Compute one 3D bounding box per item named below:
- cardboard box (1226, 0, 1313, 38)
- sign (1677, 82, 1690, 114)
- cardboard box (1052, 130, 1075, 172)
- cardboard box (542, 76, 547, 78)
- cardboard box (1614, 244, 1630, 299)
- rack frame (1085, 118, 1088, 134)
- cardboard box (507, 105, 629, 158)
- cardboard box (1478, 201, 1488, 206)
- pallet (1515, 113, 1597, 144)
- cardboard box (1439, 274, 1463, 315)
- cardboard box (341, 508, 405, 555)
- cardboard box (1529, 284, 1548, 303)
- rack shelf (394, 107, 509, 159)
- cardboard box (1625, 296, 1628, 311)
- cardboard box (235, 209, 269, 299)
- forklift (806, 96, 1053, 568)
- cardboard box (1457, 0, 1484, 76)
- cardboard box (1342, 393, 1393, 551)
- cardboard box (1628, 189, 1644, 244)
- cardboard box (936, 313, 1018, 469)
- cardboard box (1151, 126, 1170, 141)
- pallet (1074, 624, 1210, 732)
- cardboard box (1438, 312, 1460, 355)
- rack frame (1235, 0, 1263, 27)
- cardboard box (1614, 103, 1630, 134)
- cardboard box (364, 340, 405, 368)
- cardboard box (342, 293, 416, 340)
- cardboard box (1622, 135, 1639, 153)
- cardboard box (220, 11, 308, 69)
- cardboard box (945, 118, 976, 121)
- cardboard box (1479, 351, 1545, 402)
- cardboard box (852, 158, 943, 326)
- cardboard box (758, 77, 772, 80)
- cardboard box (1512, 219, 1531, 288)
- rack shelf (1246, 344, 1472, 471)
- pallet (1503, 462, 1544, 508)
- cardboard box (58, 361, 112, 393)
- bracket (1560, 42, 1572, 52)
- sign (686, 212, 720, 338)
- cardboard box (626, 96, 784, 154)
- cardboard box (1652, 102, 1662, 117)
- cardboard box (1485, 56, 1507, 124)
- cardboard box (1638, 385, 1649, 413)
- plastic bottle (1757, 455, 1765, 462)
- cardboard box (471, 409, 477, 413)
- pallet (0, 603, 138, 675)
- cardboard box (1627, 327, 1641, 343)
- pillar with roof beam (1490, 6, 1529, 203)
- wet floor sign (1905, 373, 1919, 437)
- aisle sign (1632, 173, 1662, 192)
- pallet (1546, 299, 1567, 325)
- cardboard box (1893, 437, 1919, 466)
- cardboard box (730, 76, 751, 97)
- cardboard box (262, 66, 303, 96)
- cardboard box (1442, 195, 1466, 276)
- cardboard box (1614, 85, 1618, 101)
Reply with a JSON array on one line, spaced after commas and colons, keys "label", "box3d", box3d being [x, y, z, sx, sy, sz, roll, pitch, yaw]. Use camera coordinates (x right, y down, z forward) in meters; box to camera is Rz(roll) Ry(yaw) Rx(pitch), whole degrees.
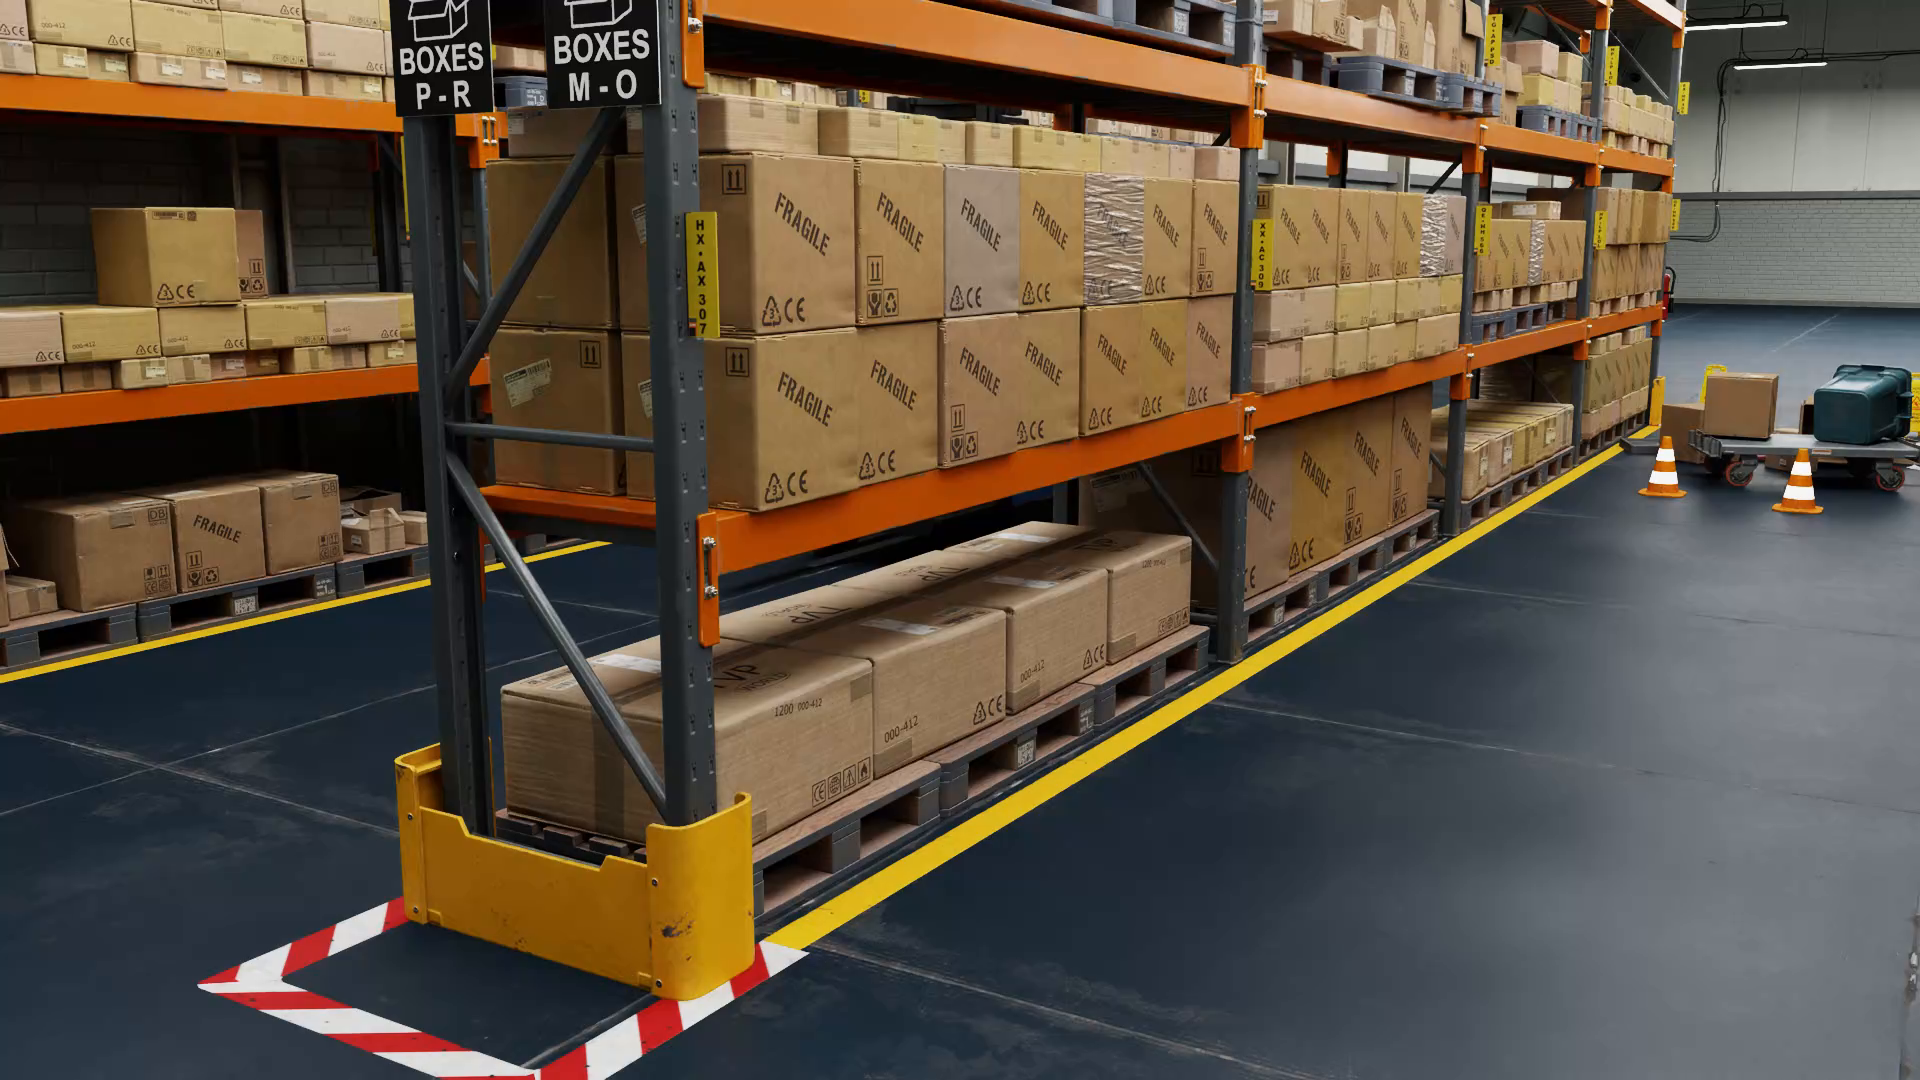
[{"label": "cardboard box", "box3d": [1.489, -2.575, 8.042, 0.396, 0.266, 0.258, 6, 12, 30]}, {"label": "sign", "box3d": [7.624, -4.655, 17.526, 0.100, 0.325, 0.005, 6, 12, 31]}, {"label": "cardboard box", "box3d": [0.209, -1.460, 6.264, 0.380, 0.149, 0.250, 6, 12, 31]}, {"label": "cardboard box", "box3d": [-2.608, -3.090, 10.842, 0.380, 0.149, 0.250, 7, 12, 31]}, {"label": "cardboard box", "box3d": [6.062, -2.570, 15.862, 0.500, 0.500, 0.500, 6, 12, 30]}, {"label": "rack frame", "box3d": [0.839, -5.595, 16.801, 1.000, 3.000, 0.127, 6, 12, 31]}, {"label": "cardboard box", "box3d": [-1.132, -1.220, 4.985, 0.380, 0.149, 0.250, 7, 12, 31]}, {"label": "cardboard box", "box3d": [4.061, -2.672, 13.508, 0.380, 0.149, 0.250, 7, 13, 34]}, {"label": "pallet", "box3d": [4.672, -3.468, 14.100, 1.213, 0.211, 1.003, 6, 12, 31]}, {"label": "cardboard box", "box3d": [2.972, -1.615, 10.894, 0.500, 0.250, 0.500, 6, 12, 30]}, {"label": "cardboard box", "box3d": [-3.538, -0.079, 9.927, 0.396, 0.266, 0.258, 7, 13, 33]}, {"label": "cardboard box", "box3d": [4.510, -1.989, 13.384, 0.380, 0.149, 0.250, 6, 12, 31]}, {"label": "rack shelf", "box3d": [-2.276, -2.823, 12.102, 1.077, 0.370, 4.000, 6, 12, 31]}, {"label": "cardboard box", "box3d": [6.300, -2.311, 16.243, 0.380, 0.149, 0.250, 6, 12, 30]}, {"label": "cardboard box", "box3d": [-4.315, -1.620, 9.434, 0.500, 0.500, 0.500, 6, 12, 29]}, {"label": "forklift", "box3d": [-0.325, -1.341, 10.568, 1.130, 2.935, 3.031, 6, 12, 30]}, {"label": "cardboard box", "box3d": [2.940, -3.201, 10.745, 0.797, 0.503, 0.637, 6, 12, 27]}, {"label": "cardboard box", "box3d": [2.110, -0.465, 10.334, 0.875, 0.875, 0.875, 7, 12, 31]}, {"label": "cardboard box", "box3d": [6.065, -3.063, 15.779, 0.700, 0.500, 0.500, 6, 12, 29]}, {"label": "cardboard box", "box3d": [-0.134, -0.543, 5.847, 0.500, 0.500, 0.500, 6, 12, 30]}, {"label": "cardboard box", "box3d": [1.941, -4.723, 18.602, 0.797, 0.503, 0.637, 7, 13, 33]}, {"label": "pallet", "box3d": [0.468, 0.568, 7.760, 1.003, 0.211, 1.213, 6, 12, 31]}, {"label": "cardboard box", "box3d": [2.966, -1.366, 10.919, 0.500, 0.250, 0.500, 6, 12, 29]}, {"label": "rack frame", "box3d": [0.930, -3.863, 7.550, 1.000, 3.000, 0.127, 6, 12, 31]}, {"label": "cardboard box", "box3d": [5.806, -3.845, 15.201, 0.500, 0.250, 0.500, 6, 12, 30]}, {"label": "cardboard box", "box3d": [-3.495, -1.104, 9.798, 0.380, 0.149, 0.250, 7, 13, 32]}, {"label": "cardboard box", "box3d": [-3.370, -1.357, 10.066, 0.500, 0.250, 0.500, 7, 13, 32]}, {"label": "cardboard box", "box3d": [6.199, -3.744, 15.745, 0.380, 0.149, 0.250, 6, 12, 30]}, {"label": "cardboard box", "box3d": [-3.888, -2.673, 8.943, 0.500, 0.250, 0.500, 7, 13, 32]}, {"label": "cardboard box", "box3d": [-0.125, -4.047, 14.999, 0.500, 0.500, 0.500, 7, 13, 32]}, {"label": "cardboard box", "box3d": [5.161, -1.515, 15.602, 0.500, 0.500, 0.500, 6, 12, 30]}, {"label": "cardboard box", "box3d": [-0.392, -0.956, 5.336, 0.500, 0.500, 0.500, 6, 12, 29]}, {"label": "cardboard box", "box3d": [-1.653, -3.564, 12.618, 0.380, 0.149, 0.250, 6, 12, 30]}, {"label": "cardboard box", "box3d": [3.972, -2.161, 12.538, 0.500, 0.500, 0.500, 7, 12, 32]}, {"label": "rack shelf", "box3d": [1.968, -0.875, 9.849, 1.077, 0.370, 4.000, 6, 12, 31]}, {"label": "pallet", "box3d": [4.048, -0.487, 13.396, 1.003, 0.211, 1.213, 6, 12, 31]}, {"label": "cardboard box", "box3d": [-4.470, -0.826, 8.314, 0.380, 0.149, 0.250, 7, 12, 32]}, {"label": "bracket", "box3d": [14.332, -11.645, 39.337, 0.235, 0.232, 0.430, 6, 12, 31]}, {"label": "sign", "box3d": [-0.676, -0.696, 4.367, 0.100, 0.325, 0.005, 6, 12, 31]}, {"label": "cardboard box", "box3d": [-0.726, -1.174, 4.738, 0.380, 0.149, 0.250, 7, 13, 32]}, {"label": "cardboard box", "box3d": [6.953, -4.384, 17.001, 0.380, 0.149, 0.250, 6, 12, 30]}, {"label": "cardboard box", "box3d": [3.507, -3.215, 11.968, 0.700, 0.500, 0.500, 6, 12, 31]}, {"label": "cardboard box", "box3d": [6.958, -1.500, 17.561, 0.500, 0.250, 0.500, 6, 12, 30]}, {"label": "plastic bottle", "box3d": [7.356, -0.752, 15.220, 0.133, 0.061, 0.283, 9, 14, 40]}, {"label": "cardboard box", "box3d": [-3.238, -0.812, 11.444, 0.380, 0.149, 0.250, 6, 12, 31]}, {"label": "pallet", "box3d": [-4.939, 0.474, 8.263, 1.003, 0.211, 1.213, 6, 12, 31]}, {"label": "cardboard box", "box3d": [6.700, -2.090, 16.910, 0.380, 0.149, 0.250, 7, 12, 32]}, {"label": "pillar with roof beam", "box3d": [14.808, -8.620, 32.960, 9.100, 9.000, 0.548, 6, 12, 31]}, {"label": "wet floor sign", "box3d": [9.766, -1.381, 16.993, 0.267, 0.644, 0.232, 4, 11, 21]}, {"label": "aisle sign", "box3d": [7.440, -4.062, 17.848, 0.394, 0.787, 0.004, 6, 12, 31]}, {"label": "pallet", "box3d": [4.562, -1.972, 14.273, 1.003, 0.211, 1.213, 6, 12, 31]}, {"label": "cardboard box", "box3d": [8.685, -0.818, 15.017, 0.396, 0.266, 0.258, 9, 14, 40]}, {"label": "cardboard box", "box3d": [-1.789, -3.380, 12.442, 0.380, 0.149, 0.250, 7, 12, 31]}, {"label": "cardboard box", "box3d": [-3.820, -2.497, 9.088, 0.380, 0.149, 0.250, 7, 13, 33]}, {"label": "cardboard box", "box3d": [2.962, -1.978, 10.793, 0.500, 0.500, 0.500, 6, 12, 29]}, {"label": "cardboard box", "box3d": [5.636, -3.978, 14.828, 0.380, 0.149, 0.250, 7, 13, 32]}]
